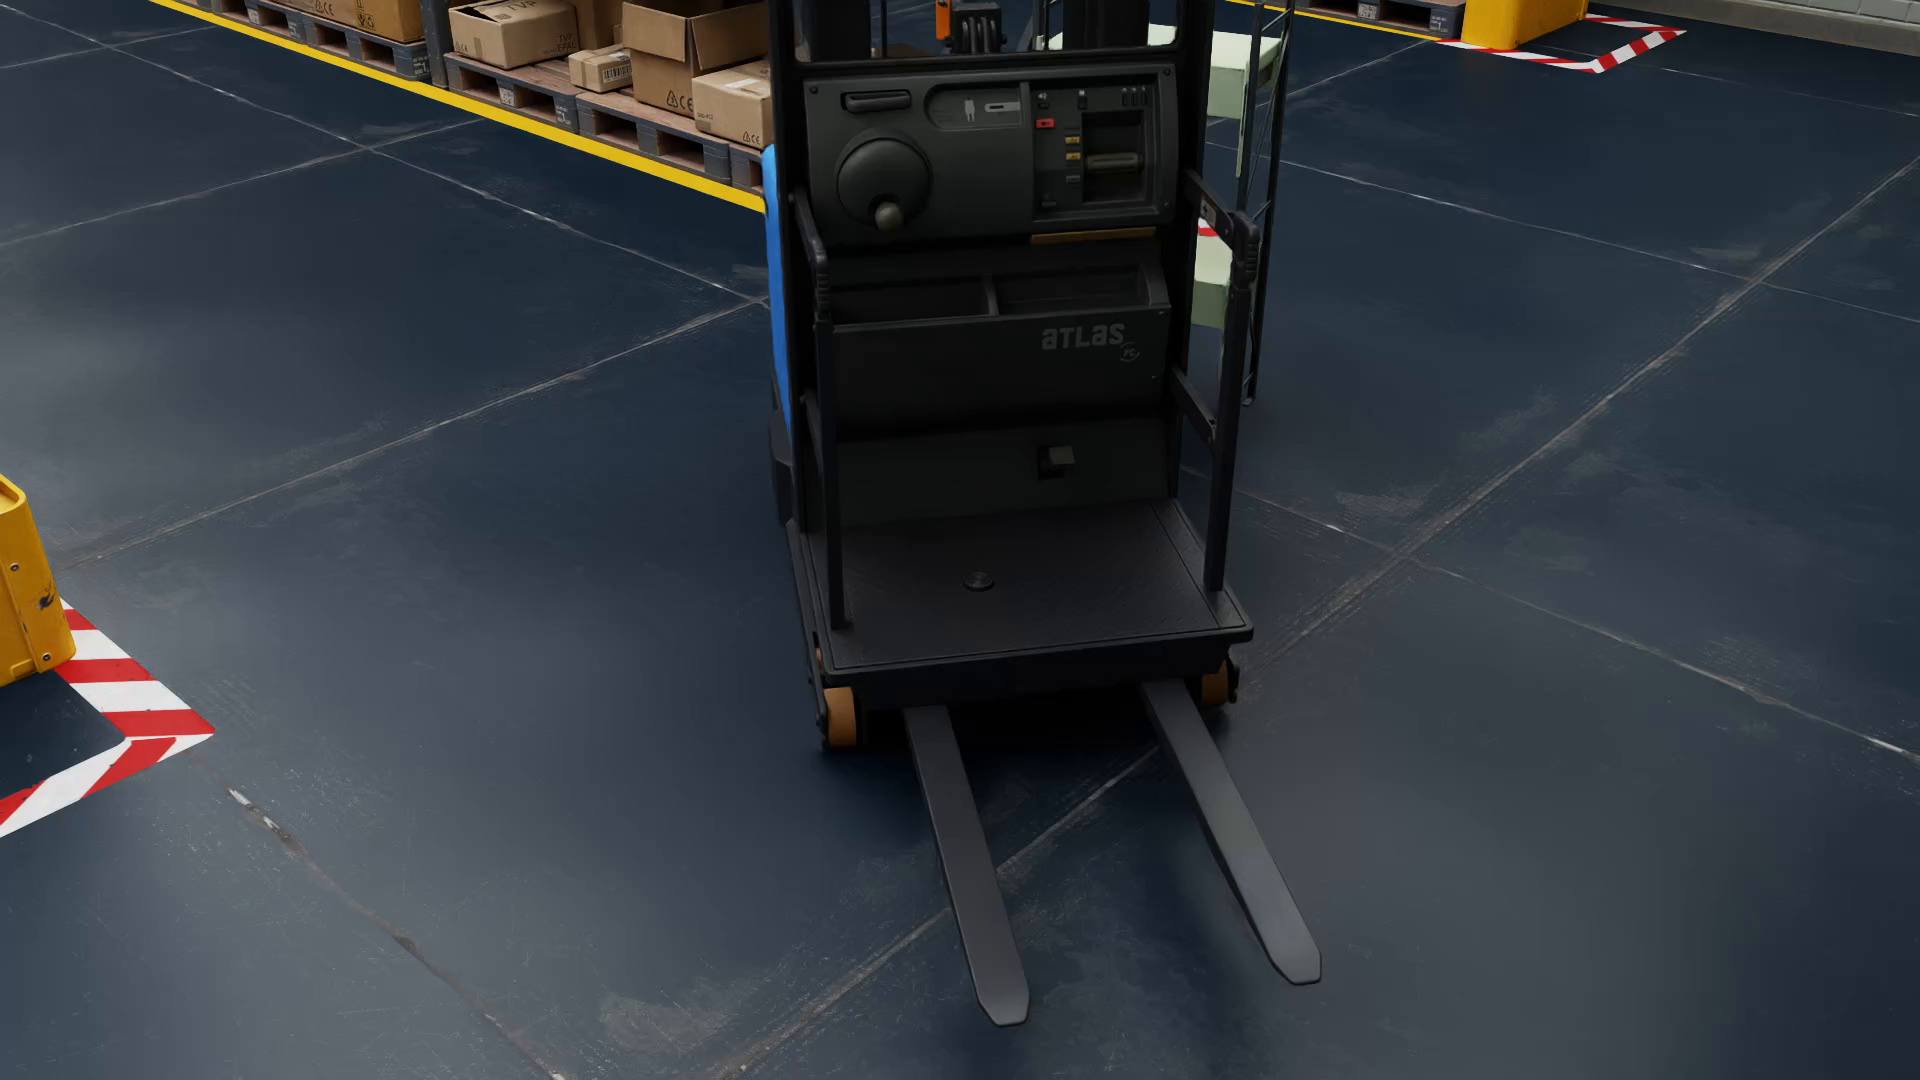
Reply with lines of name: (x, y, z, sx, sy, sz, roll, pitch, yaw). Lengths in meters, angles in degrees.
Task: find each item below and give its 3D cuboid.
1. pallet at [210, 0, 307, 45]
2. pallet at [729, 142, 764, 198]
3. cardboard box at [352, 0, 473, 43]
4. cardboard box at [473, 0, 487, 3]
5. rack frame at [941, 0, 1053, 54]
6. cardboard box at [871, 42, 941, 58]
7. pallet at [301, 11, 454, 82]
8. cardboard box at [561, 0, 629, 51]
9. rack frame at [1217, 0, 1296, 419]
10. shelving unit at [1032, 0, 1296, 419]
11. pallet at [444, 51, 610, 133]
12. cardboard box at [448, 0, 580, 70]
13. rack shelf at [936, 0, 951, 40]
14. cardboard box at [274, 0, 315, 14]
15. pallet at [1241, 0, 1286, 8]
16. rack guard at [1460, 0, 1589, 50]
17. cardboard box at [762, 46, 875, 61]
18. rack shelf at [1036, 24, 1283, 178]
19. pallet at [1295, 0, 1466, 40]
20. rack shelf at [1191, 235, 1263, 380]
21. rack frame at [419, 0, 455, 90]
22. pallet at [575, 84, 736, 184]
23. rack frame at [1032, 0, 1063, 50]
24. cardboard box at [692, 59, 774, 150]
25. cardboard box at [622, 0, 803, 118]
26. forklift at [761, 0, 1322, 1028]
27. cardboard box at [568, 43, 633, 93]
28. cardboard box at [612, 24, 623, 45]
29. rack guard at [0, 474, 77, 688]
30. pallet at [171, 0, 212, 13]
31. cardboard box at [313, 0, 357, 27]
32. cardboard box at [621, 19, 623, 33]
pallet: (-4.202, -3.571, 10.978, 1.213, 0.211, 1.003, 25, 39, 35)
pallet: (-0.347, -1.800, 8.035, 1.213, 0.211, 1.003, 25, 39, 35)
cardboard box: (-3.223, -3.256, 9.747, 0.500, 0.500, 0.500, 25, 39, 35)
cardboard box: (-2.860, -3.455, 10.078, 0.500, 0.500, 0.500, 23, 38, 33)
rack frame: (0.301, -2.692, 6.814, 0.127, 3.000, 1.000, 25, 39, 35)
cardboard box: (-0.268, -1.904, 7.502, 0.500, 0.500, 0.500, 25, 39, 35)
pallet: (-3.293, -3.149, 10.277, 1.213, 0.211, 1.003, 25, 39, 35)
cardboard box: (-2.052, -3.106, 9.498, 0.500, 0.500, 0.500, 25, 39, 35)
rack frame: (0.991, -1.077, 5.585, 0.023, 1.500, 0.400, 14, 34, 22)
shelving unit: (0.661, -1.160, 5.722, 0.755, 1.500, 0.431, 14, 34, 22)
pallet: (-2.156, -2.644, 9.438, 1.213, 0.211, 1.003, 25, 39, 35)
cardboard box: (-2.499, -2.885, 9.315, 0.500, 0.311, 0.500, 25, 39, 35)
rack shelf: (-1.182, -3.076, 8.150, 4.000, 0.370, 1.077, 25, 39, 35)
cardboard box: (-3.956, -3.604, 10.325, 0.500, 0.500, 0.500, 26, 39, 36)
pallet: (2.076, -4.062, 11.794, 1.213, 0.211, 1.003, 25, 39, 35)
rack guard: (3.640, -3.509, 10.594, 0.348, 0.500, 1.175, 25, 39, 35)
cardboard box: (-0.653, -2.346, 8.478, 0.500, 0.250, 0.500, 25, 39, 35)
rack shelf: (0.661, -1.494, 5.521, 0.720, 0.370, 0.431, 14, 34, 22)
pallet: (2.977, -3.640, 11.092, 1.213, 0.211, 1.003, 25, 39, 35)
rack shelf: (0.661, -0.880, 5.890, 0.720, 0.370, 0.431, 14, 34, 22)
rack frame: (-2.665, -4.077, 9.114, 0.127, 3.000, 1.000, 25, 39, 35)
pallet: (-1.248, -2.222, 8.736, 1.213, 0.211, 1.003, 25, 39, 35)
rack frame: (0.332, -1.242, 5.859, 0.023, 1.500, 0.400, 14, 34, 22)
cardboard box: (-0.952, -2.137, 8.131, 0.500, 0.250, 0.500, 25, 39, 35)
cardboard box: (-1.269, -2.548, 8.567, 0.637, 0.503, 0.797, 25, 39, 35)
forklift: (0.126, -0.915, 3.928, 1.130, 2.935, 3.031, -5, 31, -9)
cardboard box: (-1.851, -2.528, 8.861, 0.250, 0.166, 0.380, 25, 39, 35)
cardboard box: (-1.734, -2.848, 9.411, 0.250, 0.149, 0.380, 25, 39, 35)
rack guard: (-2.999, 0.275, 4.309, 0.348, 0.500, 1.175, 25, 39, 35)
pallet: (-5.103, -3.994, 11.679, 1.213, 0.211, 1.003, 25, 39, 35)
cardboard box: (-3.584, -3.430, 10.036, 0.500, 0.500, 0.500, 25, 39, 35)
cardboard box: (-1.496, -2.765, 9.115, 0.500, 0.311, 0.500, 25, 39, 35)
